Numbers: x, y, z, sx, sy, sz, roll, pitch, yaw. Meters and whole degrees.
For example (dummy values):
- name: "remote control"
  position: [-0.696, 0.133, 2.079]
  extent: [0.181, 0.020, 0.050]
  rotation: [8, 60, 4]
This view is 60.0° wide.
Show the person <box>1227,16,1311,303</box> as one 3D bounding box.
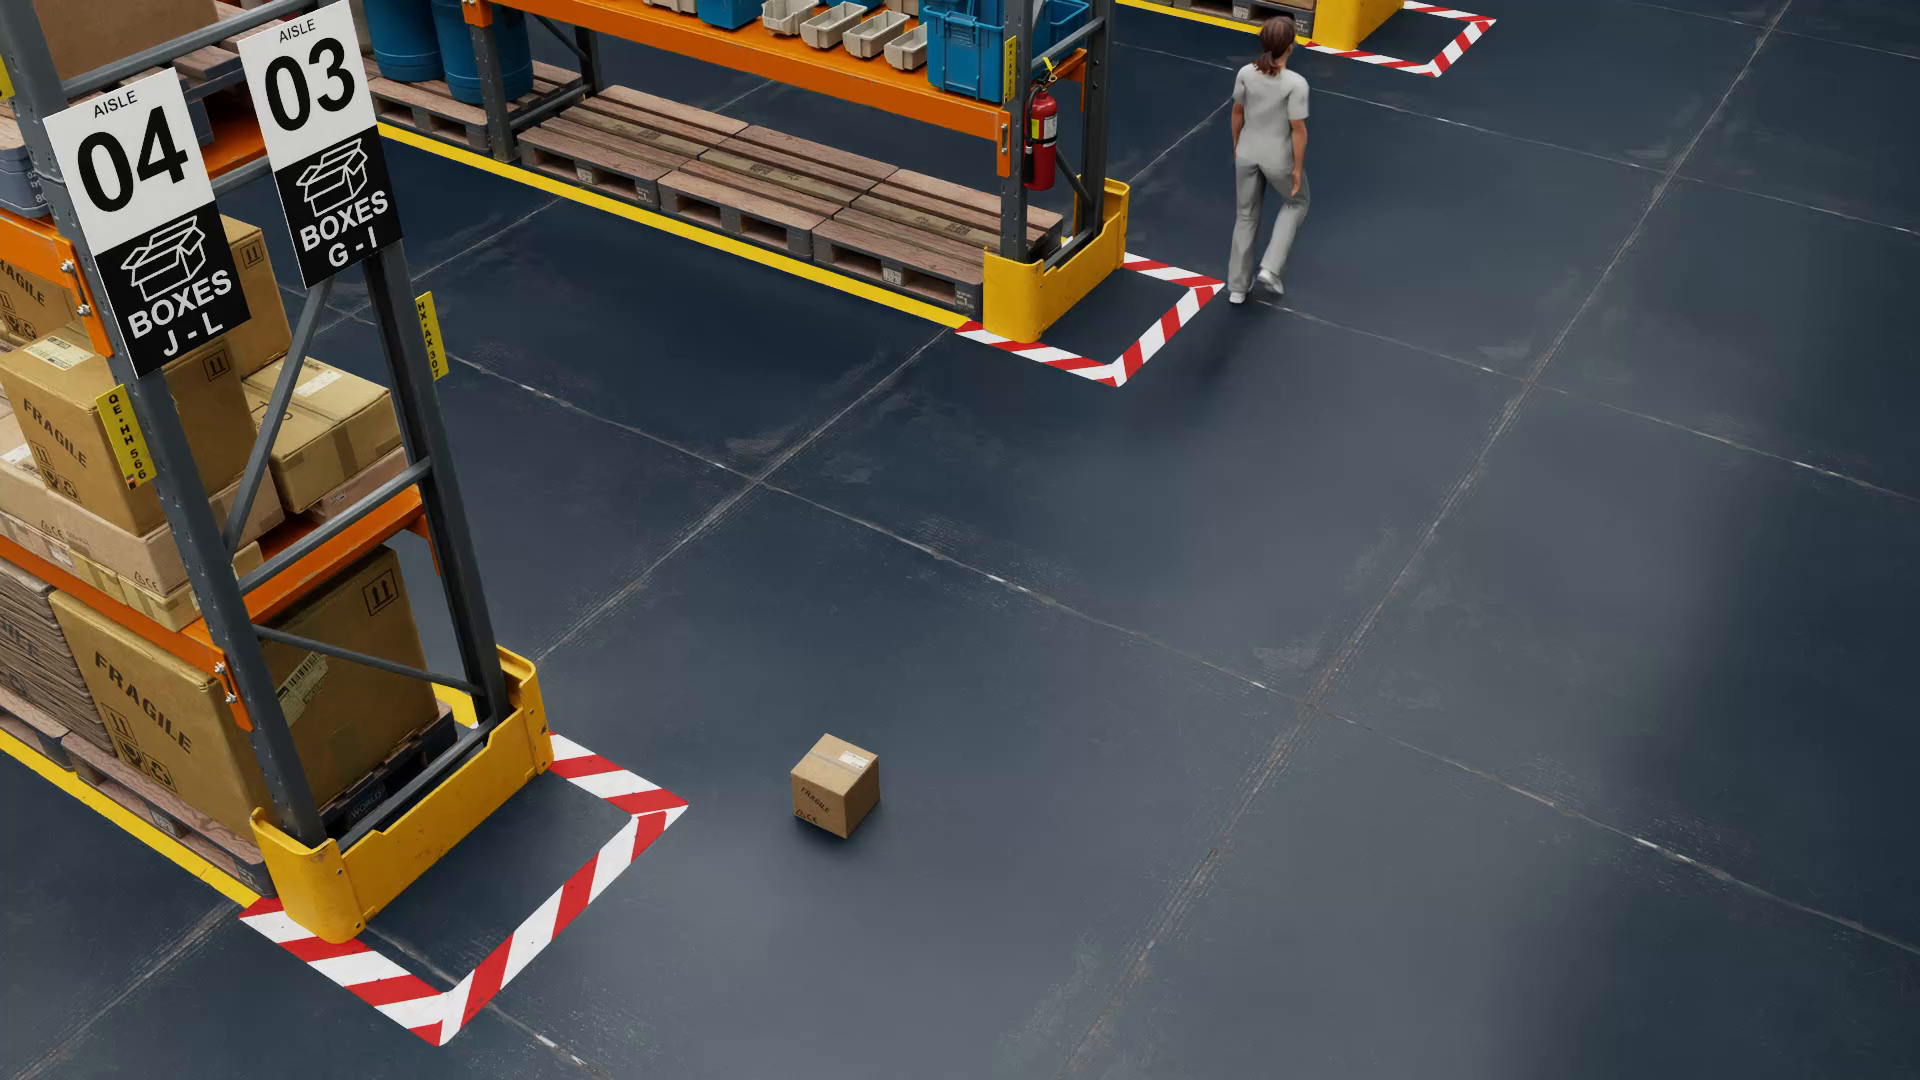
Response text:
- name: "person"
  position: [1.725, -2.131, 9.346]
  extent: [0.494, 1.693, 0.478]
  rotation: [21, 43, 24]
